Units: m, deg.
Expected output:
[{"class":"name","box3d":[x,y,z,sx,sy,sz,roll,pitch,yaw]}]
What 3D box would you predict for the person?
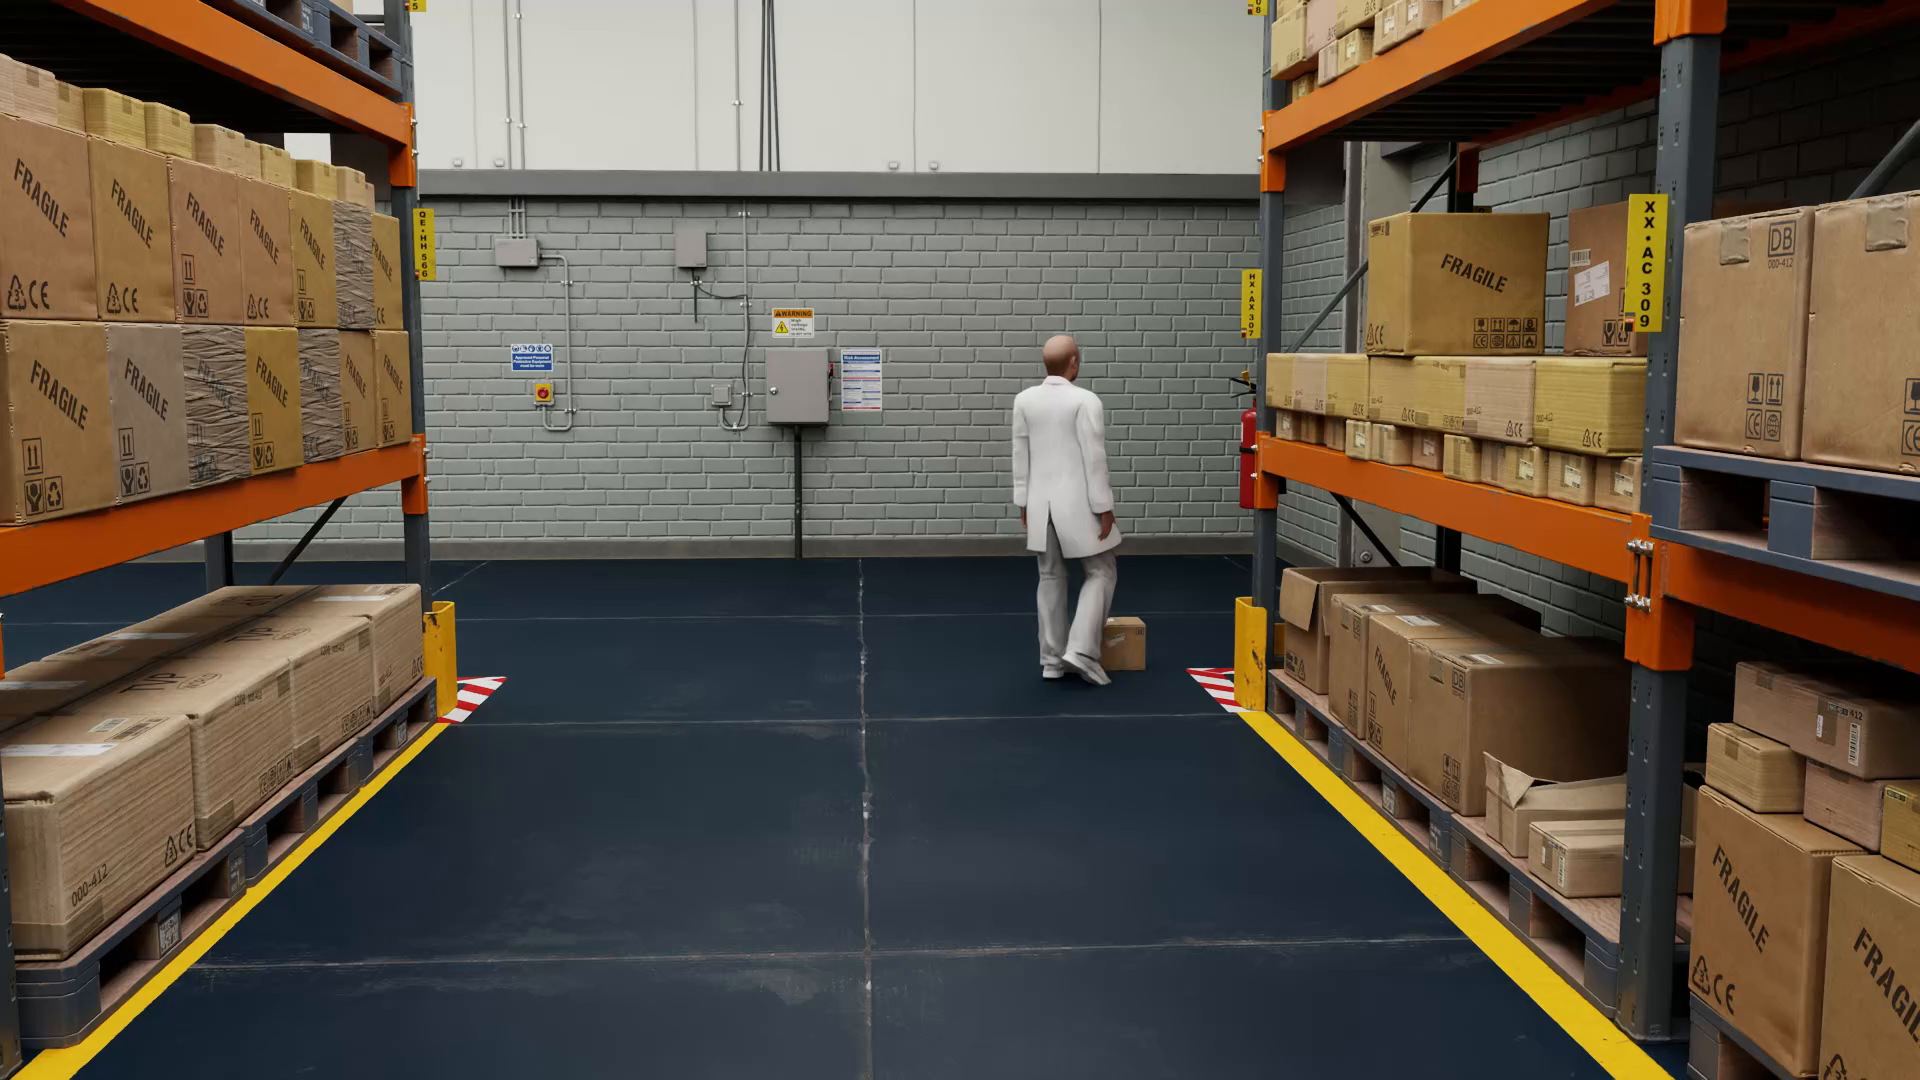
[{"class":"person","box3d":[0.566,-0.142,8.624,0.617,1.830,0.483,5,8,36]}]
